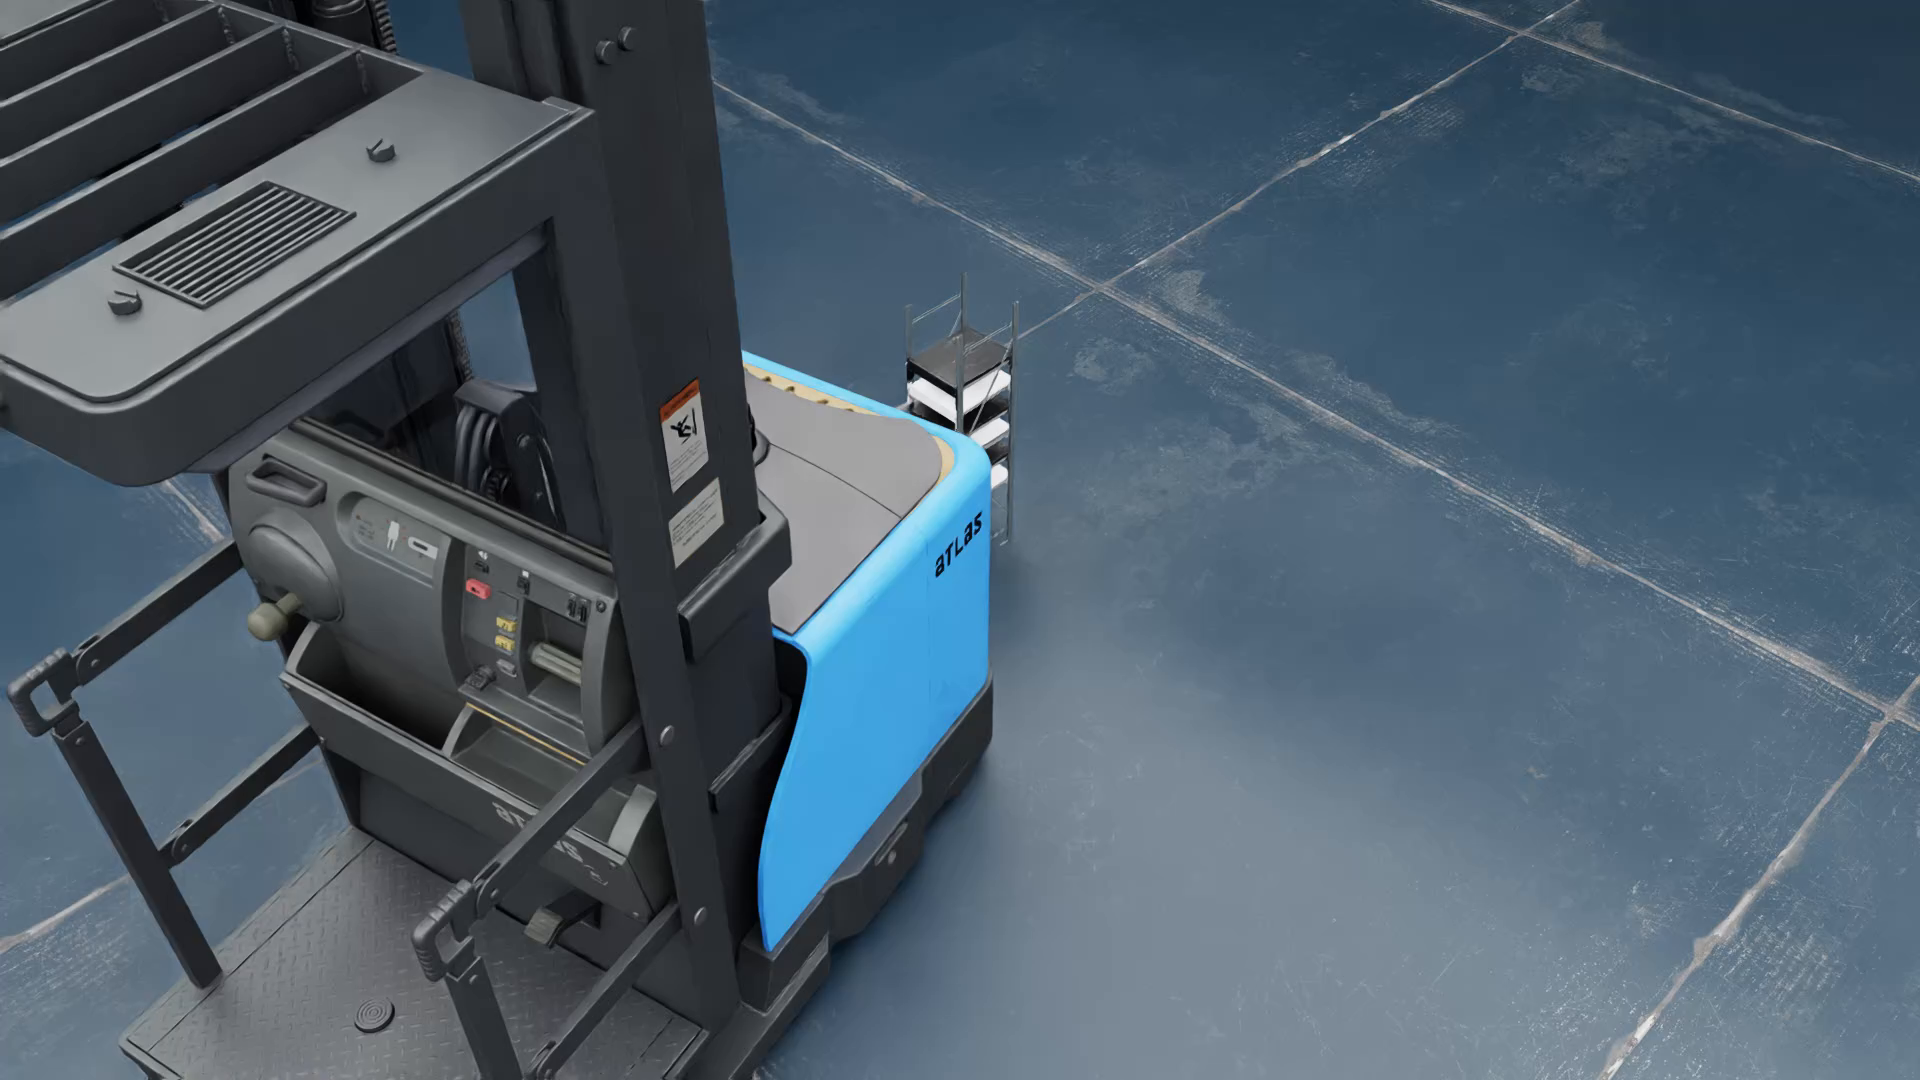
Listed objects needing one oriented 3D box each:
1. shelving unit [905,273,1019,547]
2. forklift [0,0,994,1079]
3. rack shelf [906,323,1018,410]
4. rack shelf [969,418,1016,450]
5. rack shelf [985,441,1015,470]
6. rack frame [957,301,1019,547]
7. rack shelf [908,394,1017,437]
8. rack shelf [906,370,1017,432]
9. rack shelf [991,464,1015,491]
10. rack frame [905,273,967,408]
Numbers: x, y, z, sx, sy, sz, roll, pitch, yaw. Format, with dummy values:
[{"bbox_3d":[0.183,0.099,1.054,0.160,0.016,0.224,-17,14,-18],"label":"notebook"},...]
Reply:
[{"bbox_3d":[0.006,-0.327,4.940,0.258,0.900,0.210,-34,53,-31],"label":"shelving unit"},{"bbox_3d":[-1.104,0.173,2.903,1.130,2.935,3.031,22,47,22],"label":"forklift"},{"bbox_3d":[0.006,-0.500,4.780,0.258,0.077,0.200,-34,53,-31],"label":"rack shelf"},{"bbox_3d":[0.006,-0.302,4.963,0.258,0.077,0.200,-34,53,-31],"label":"rack shelf"},{"bbox_3d":[0.006,-0.236,5.024,0.258,0.077,0.200,-34,53,-31],"label":"rack shelf"},{"bbox_3d":[0.078,-0.278,4.888,0.240,0.900,0.006,-34,53,-31],"label":"rack frame"},{"bbox_3d":[0.006,-0.368,4.902,0.258,0.077,0.200,-34,53,-31],"label":"rack shelf"},{"bbox_3d":[0.006,-0.434,4.841,0.258,0.077,0.200,-34,53,-31],"label":"rack shelf"},{"bbox_3d":[0.006,-0.170,5.085,0.258,0.077,0.200,-34,53,-31],"label":"rack shelf"},{"bbox_3d":[-0.066,-0.375,4.993,0.240,0.900,0.006,-34,53,-31],"label":"rack frame"}]
